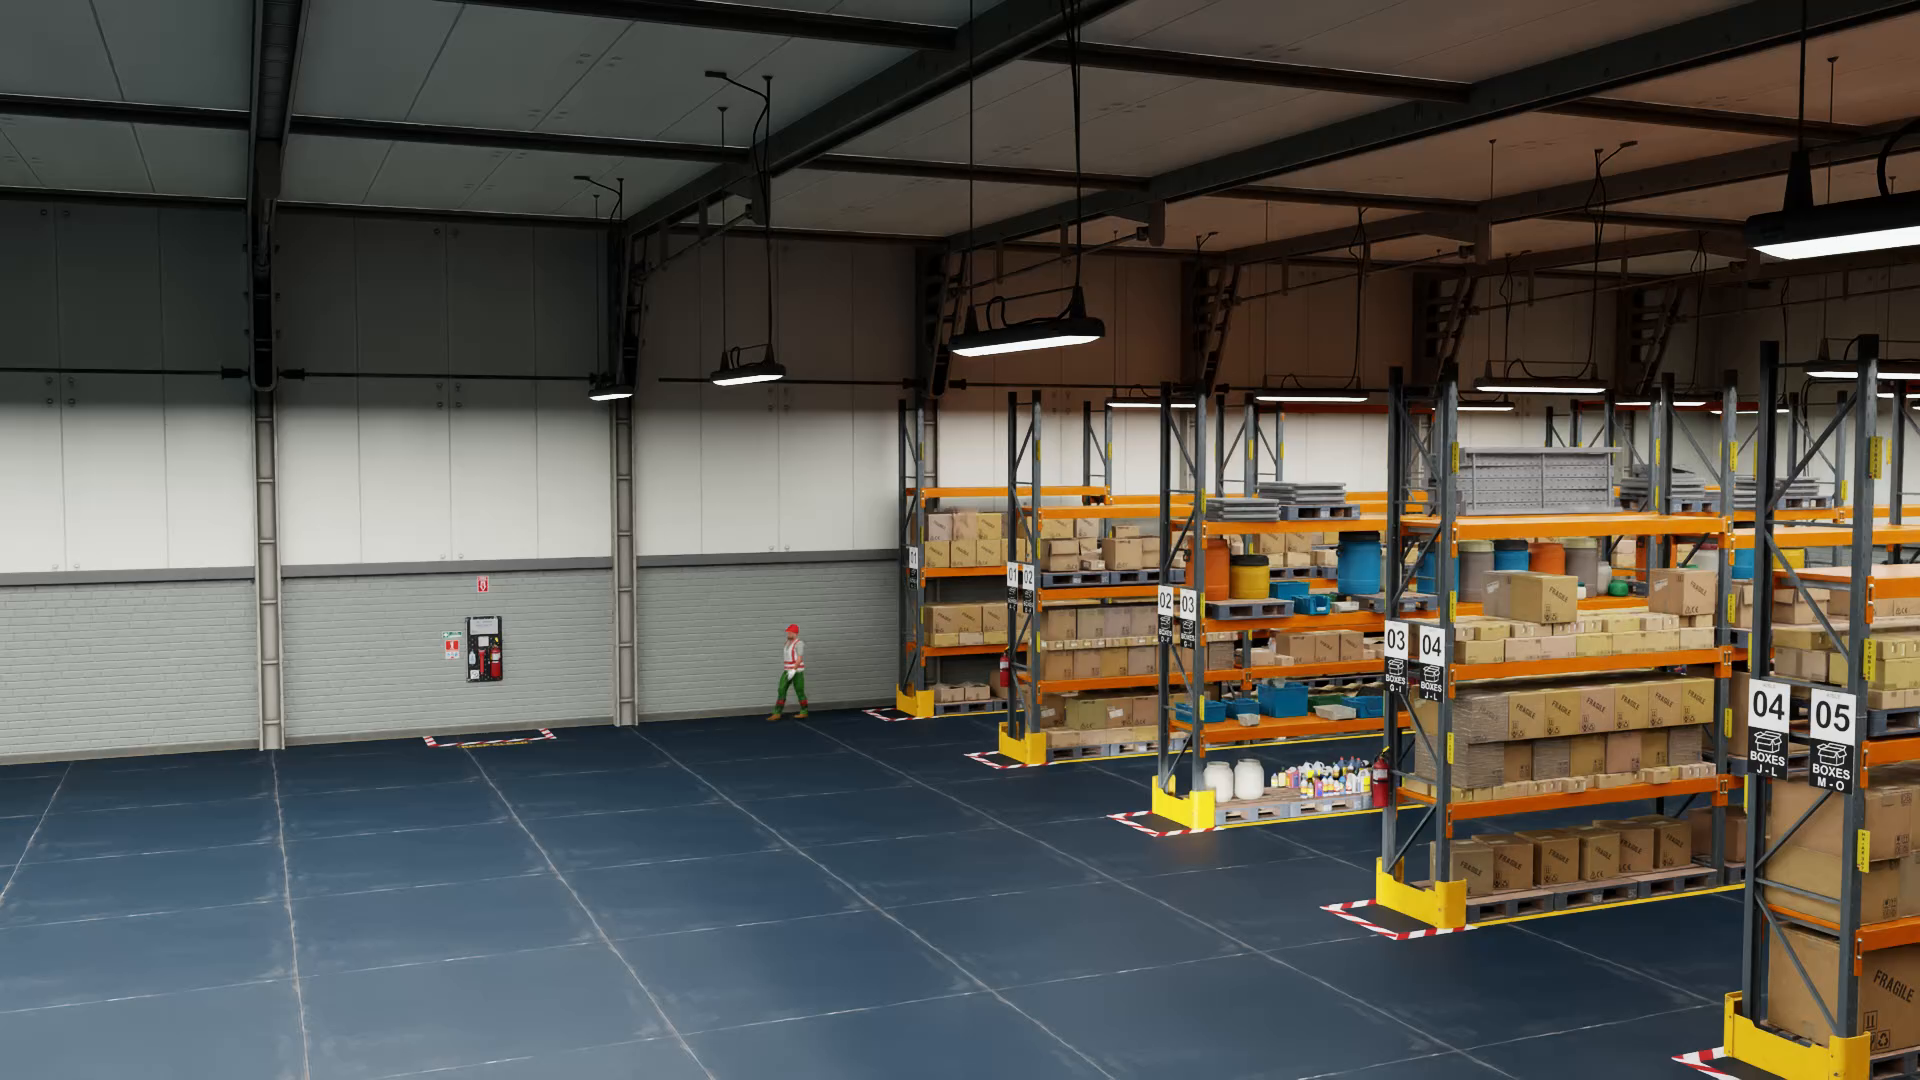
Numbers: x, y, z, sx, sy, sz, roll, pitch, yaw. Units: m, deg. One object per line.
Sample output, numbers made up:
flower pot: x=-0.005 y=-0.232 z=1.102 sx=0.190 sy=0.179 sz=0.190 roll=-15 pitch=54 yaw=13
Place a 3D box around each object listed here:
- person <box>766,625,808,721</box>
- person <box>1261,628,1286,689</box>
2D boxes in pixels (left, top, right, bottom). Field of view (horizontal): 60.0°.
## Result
person: x=-3.174 y=2.460 z=30.883 sx=0.547 sy=1.777 sz=0.801 roll=3 pitch=5 yaw=42
person: x=5.922 y=2.445 z=31.147 sx=0.533 sy=1.805 sz=0.578 roll=-1 pitch=4 yaw=-23
